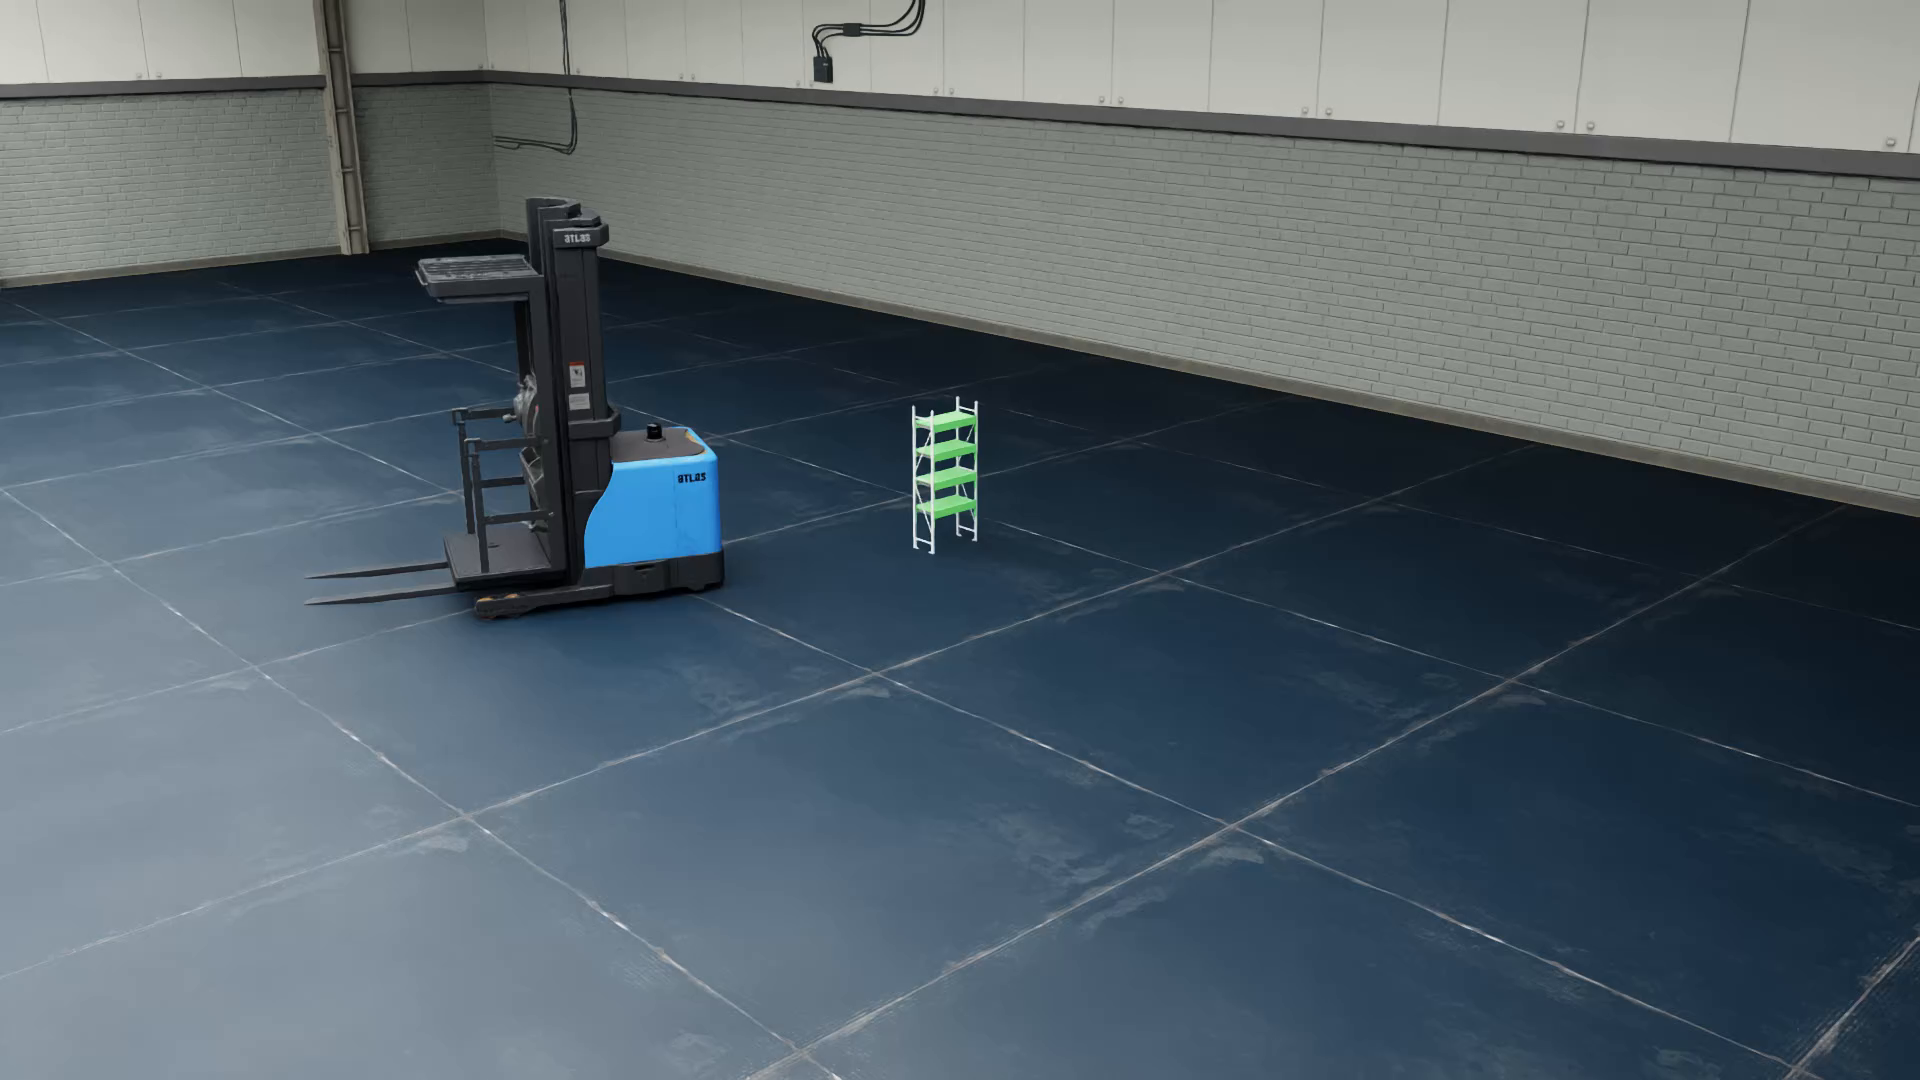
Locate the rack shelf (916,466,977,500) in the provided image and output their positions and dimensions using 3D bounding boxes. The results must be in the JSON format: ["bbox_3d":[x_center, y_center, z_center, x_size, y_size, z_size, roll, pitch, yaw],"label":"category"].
[{"bbox_3d":[-0.120,-0.475,13.711,0.480,0.148,0.258,-16,24,-41],"label":"rack shelf"}]

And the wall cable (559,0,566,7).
[{"bbox_3d":[-5.951,-10.076,27.319,0.112,2.526,3.097,-16,24,-41],"label":"wall cable"}]

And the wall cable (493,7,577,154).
[{"bbox_3d":[-7.809,-8.280,29.968,0.112,2.526,3.097,-16,24,-41],"label":"wall cable"}]

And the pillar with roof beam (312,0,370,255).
[{"bbox_3d":[-7.901,-8.465,25.502,0.400,9.000,9.100,-16,24,-41],"label":"pillar with roof beam"}]

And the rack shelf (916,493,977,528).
[{"bbox_3d":[-0.120,-0.247,13.785,0.480,0.148,0.258,-16,24,-41],"label":"rack shelf"}]

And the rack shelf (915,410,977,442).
[{"bbox_3d":[-0.120,-0.932,13.563,0.480,0.148,0.258,-16,24,-41],"label":"rack shelf"}]

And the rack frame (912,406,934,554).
[{"bbox_3d":[-0.298,-0.484,13.532,0.015,1.200,0.240,-16,24,-41],"label":"rack frame"}]

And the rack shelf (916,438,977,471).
[{"bbox_3d":[-0.120,-0.703,13.637,0.480,0.148,0.258,-16,24,-41],"label":"rack shelf"}]

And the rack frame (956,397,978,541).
[{"bbox_3d":[0.057,-0.587,13.851,0.015,1.200,0.240,-16,24,-41],"label":"rack frame"}]

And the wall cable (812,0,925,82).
[{"bbox_3d":[-1.299,-9.244,22.392,0.169,6.003,2.305,-16,24,-41],"label":"wall cable"}]

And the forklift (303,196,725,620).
[{"bbox_3d":[-3.385,-0.989,12.284,3.031,2.935,1.130,-7,19,-20],"label":"forklift"}]

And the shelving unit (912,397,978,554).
[{"bbox_3d":[-0.120,-0.536,13.691,0.503,1.200,0.258,-16,24,-41],"label":"shelving unit"}]
